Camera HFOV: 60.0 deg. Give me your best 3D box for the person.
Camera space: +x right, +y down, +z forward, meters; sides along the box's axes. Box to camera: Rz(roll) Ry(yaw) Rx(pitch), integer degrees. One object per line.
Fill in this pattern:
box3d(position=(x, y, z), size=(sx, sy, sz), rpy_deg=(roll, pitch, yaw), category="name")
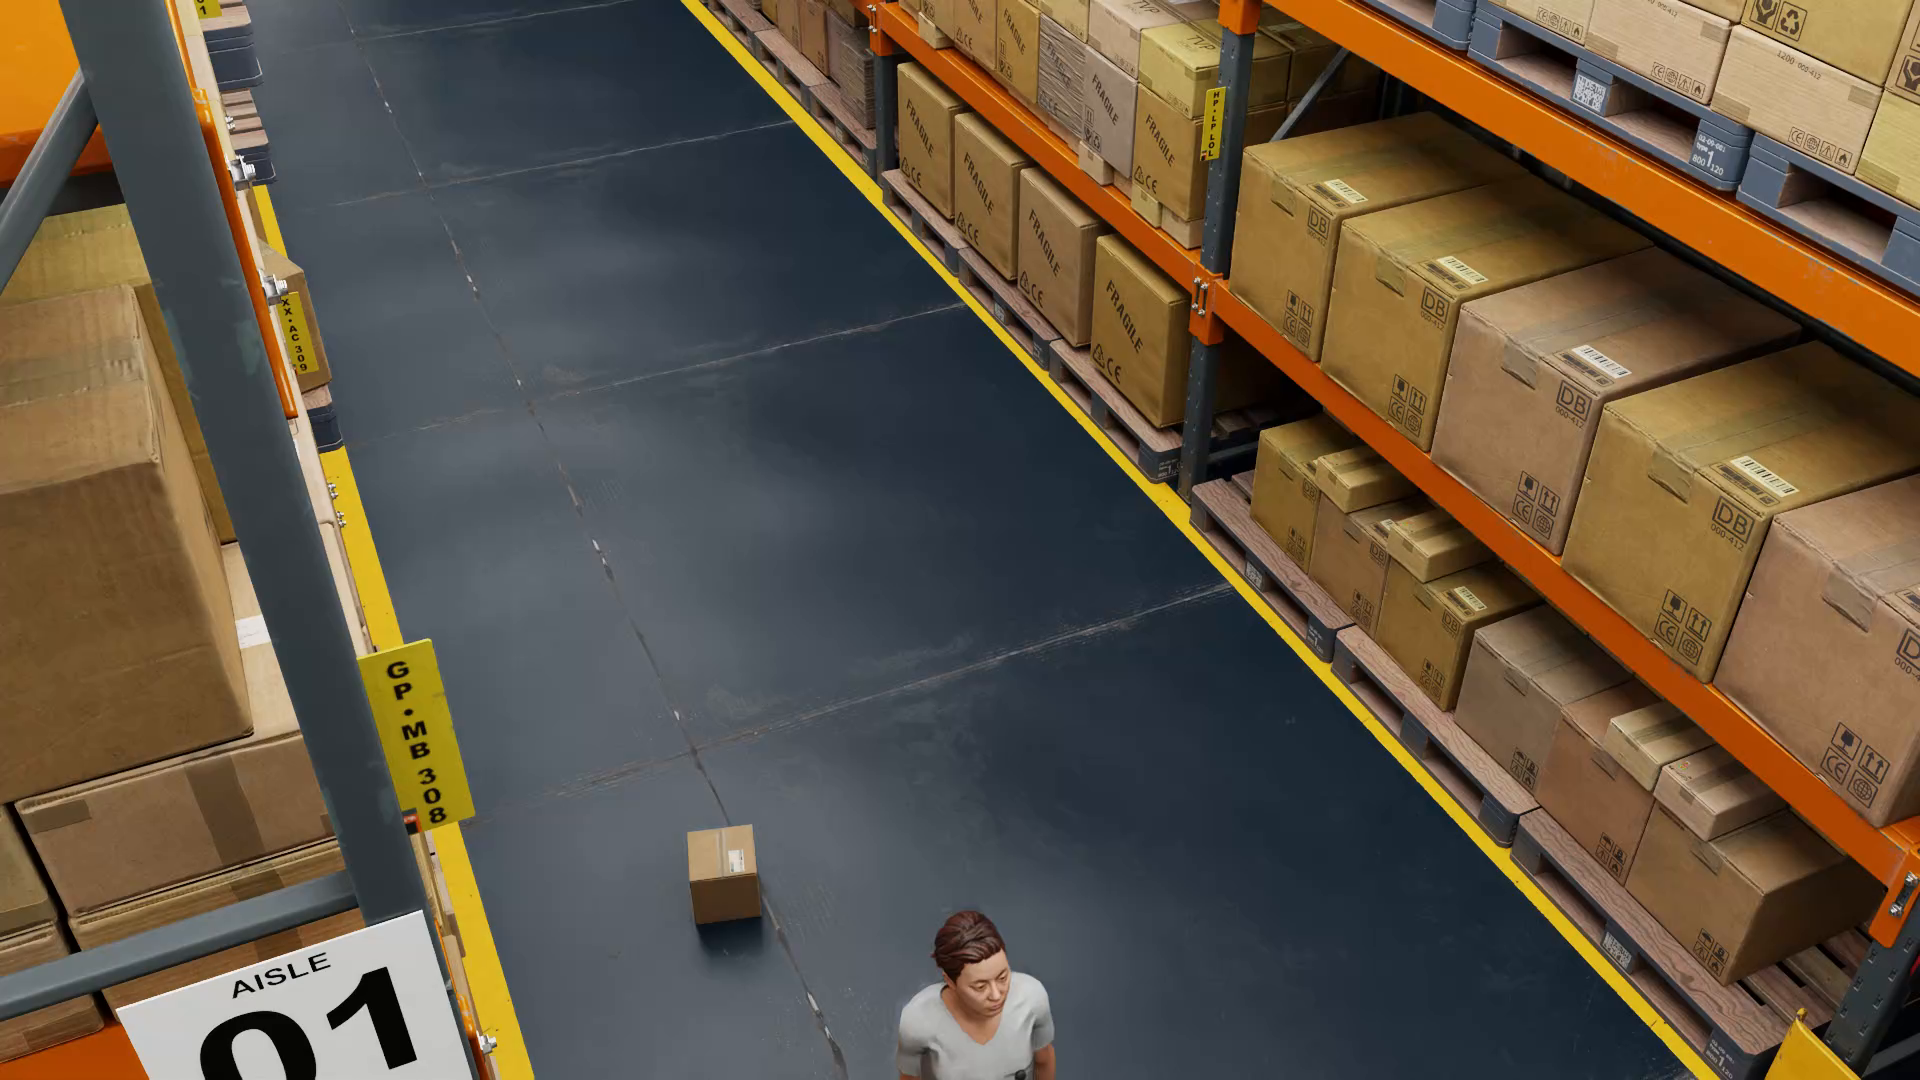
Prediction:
box3d(position=(0.055, 1.665, 4.639), size=(0.458, 1.661, 0.464), rpy_deg=(-10, 39, -13), category="person")
